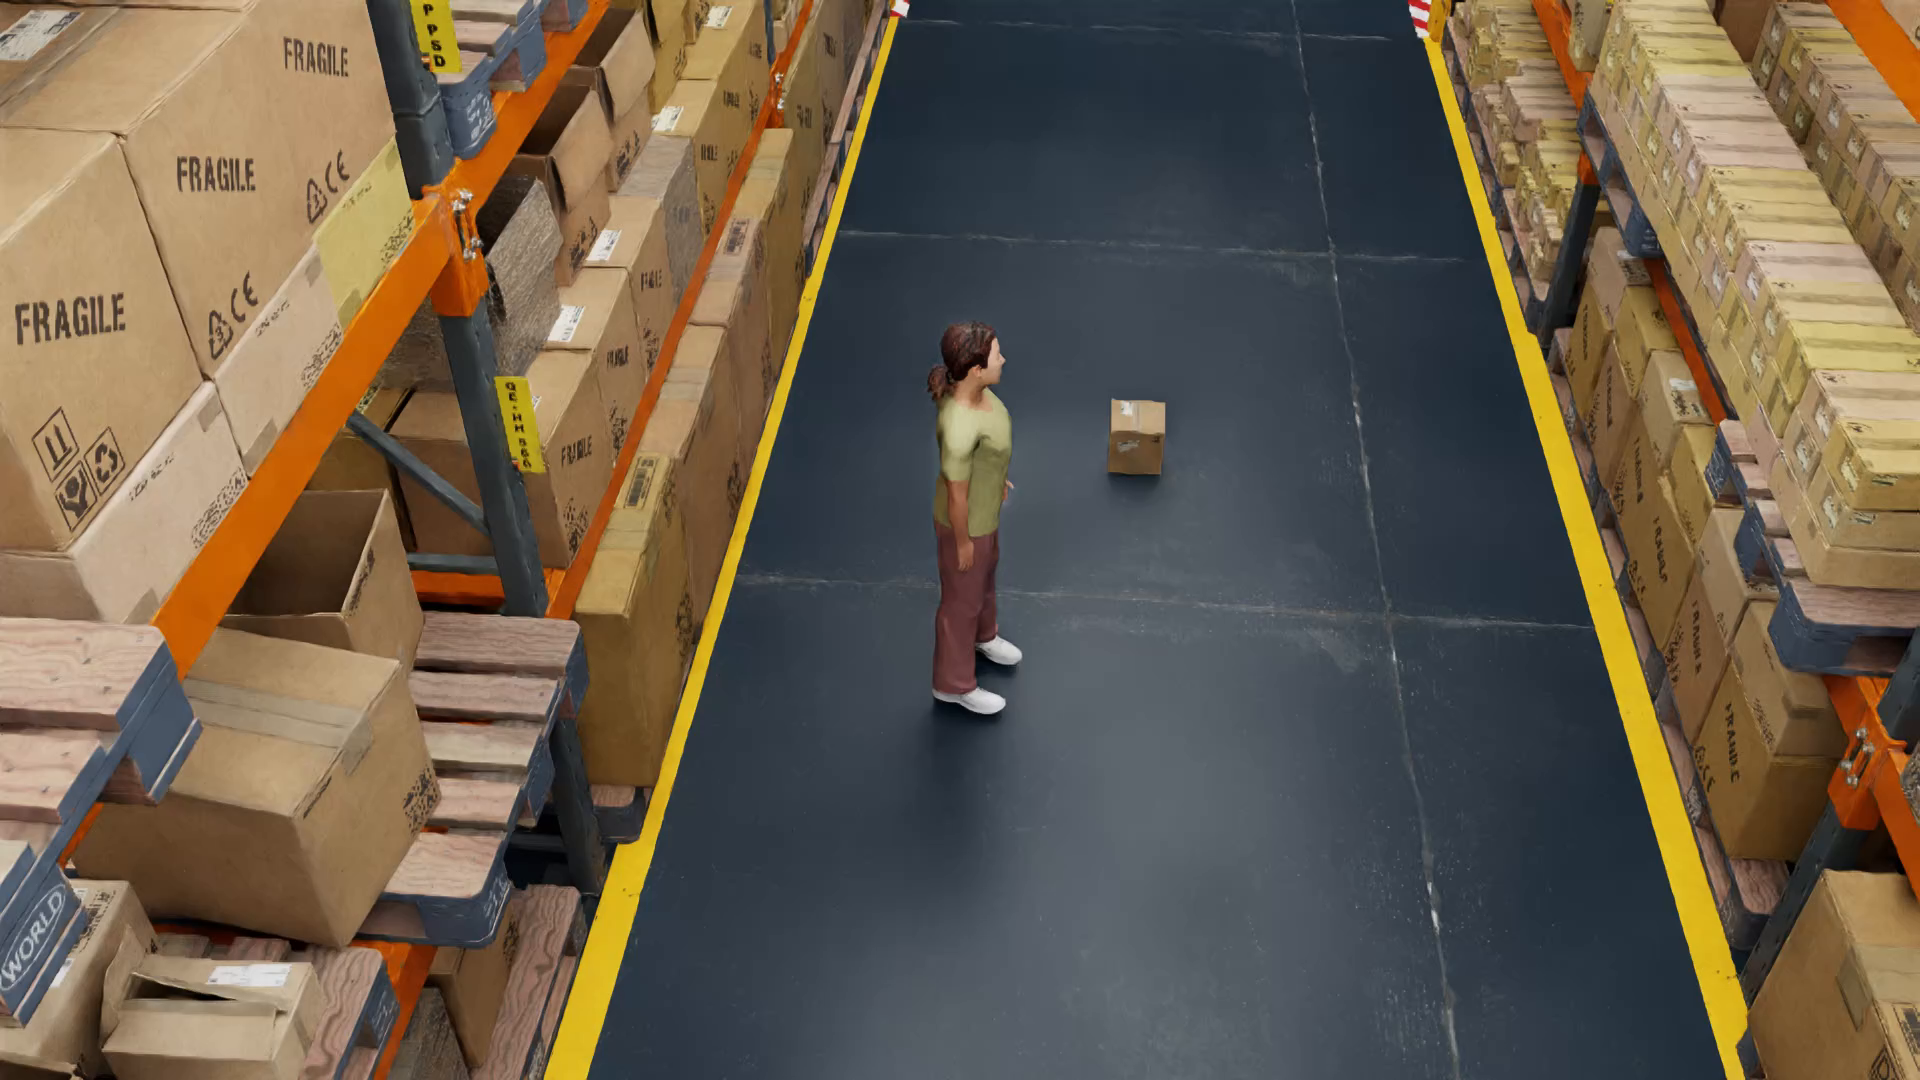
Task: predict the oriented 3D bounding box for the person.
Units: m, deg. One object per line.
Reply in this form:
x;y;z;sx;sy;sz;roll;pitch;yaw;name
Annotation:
0.068;-0.095;6.244;0.367;1.669;0.481;2;40;3;person
